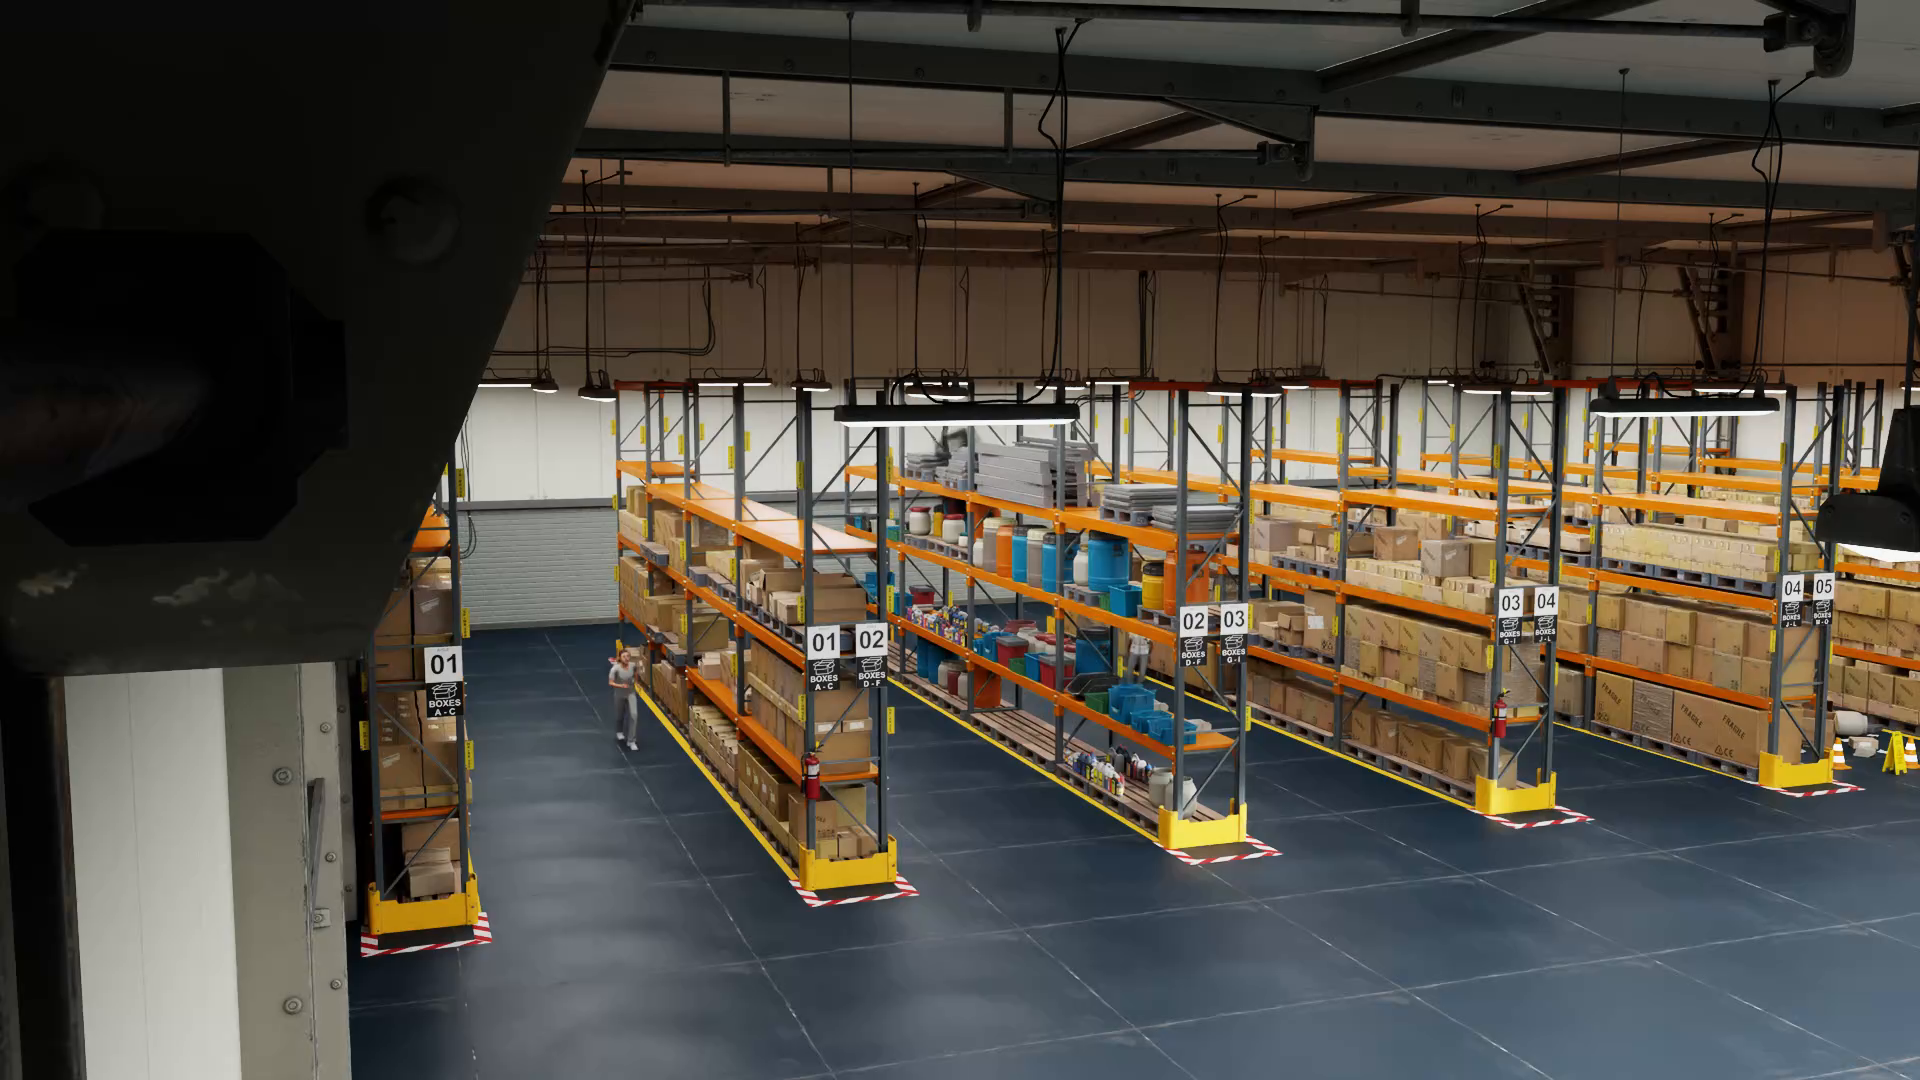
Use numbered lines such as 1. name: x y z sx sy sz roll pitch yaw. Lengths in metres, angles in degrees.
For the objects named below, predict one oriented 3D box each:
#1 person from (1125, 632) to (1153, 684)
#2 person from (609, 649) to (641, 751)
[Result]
1. person: 3.360 2.177 31.581 0.613 1.701 0.463 1 6 13
2. person: -5.565 2.598 27.558 0.571 1.652 0.963 -3 7 -24
